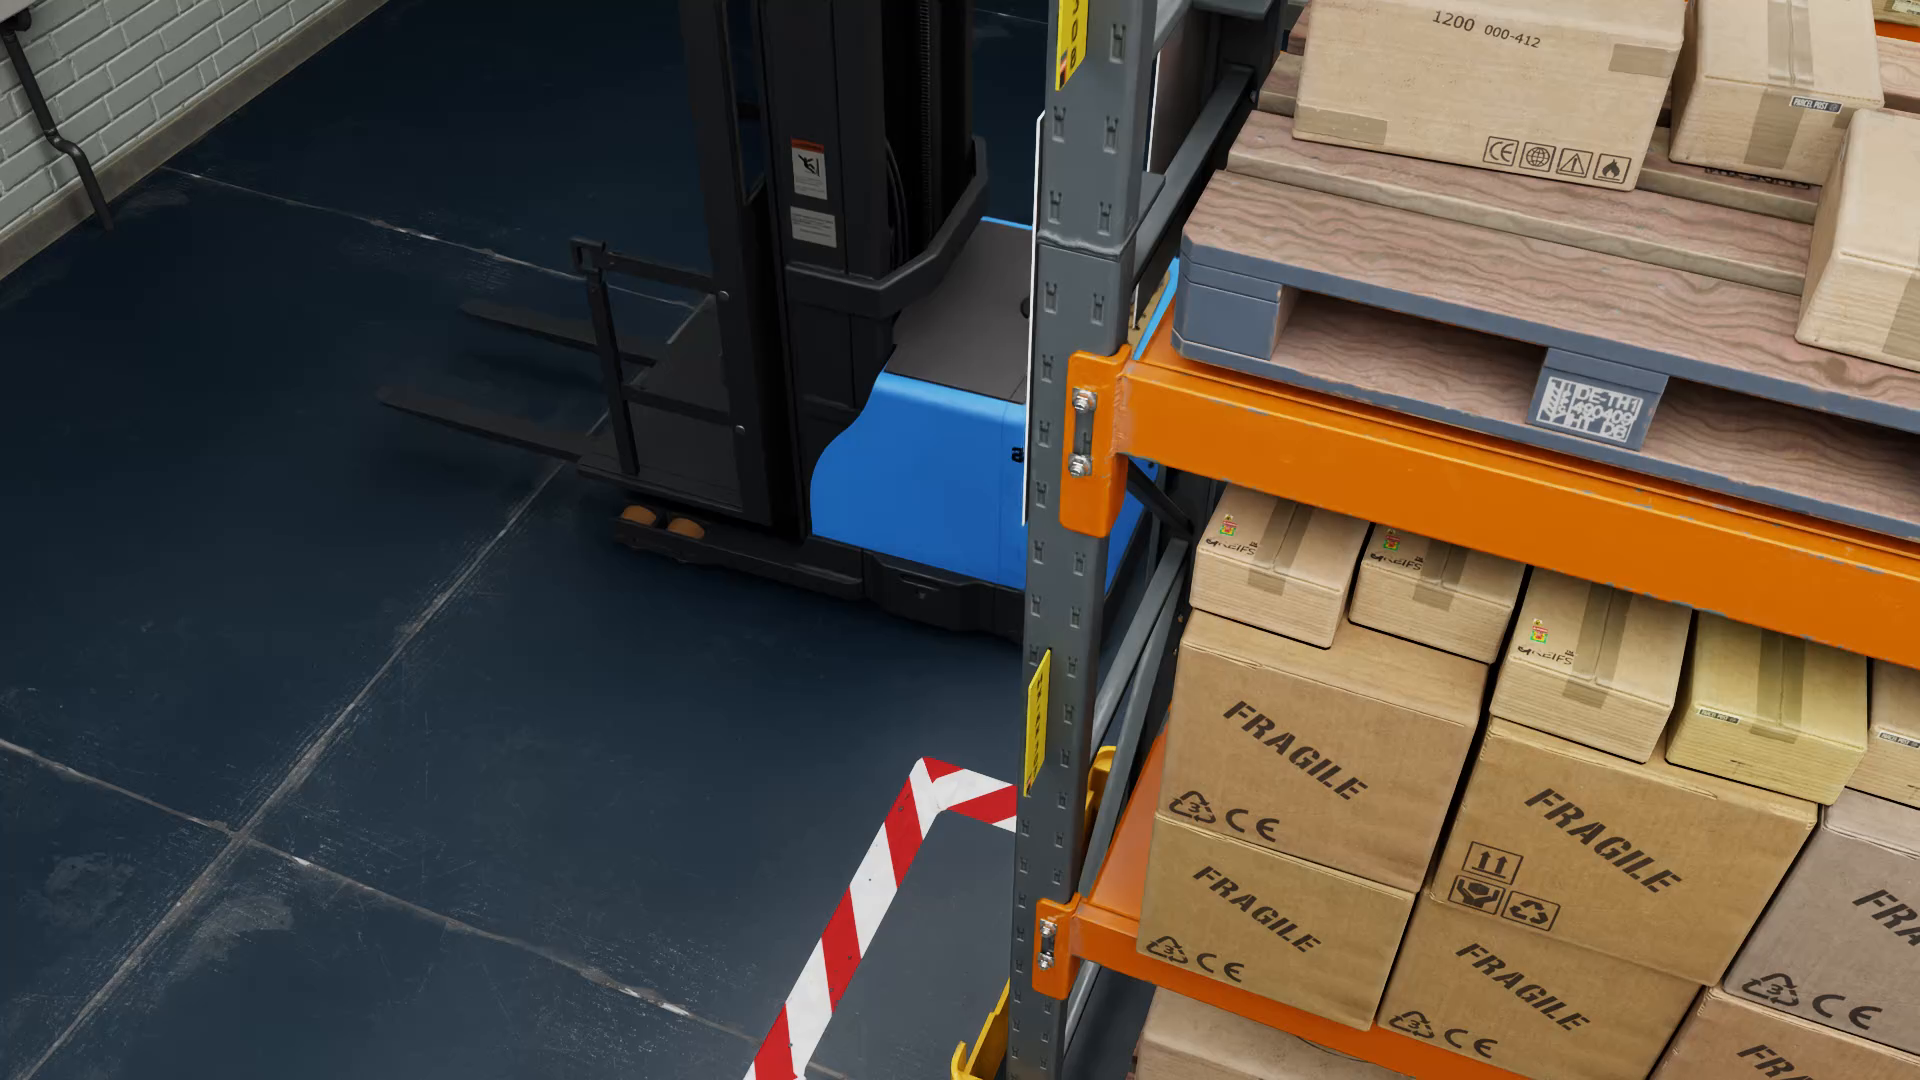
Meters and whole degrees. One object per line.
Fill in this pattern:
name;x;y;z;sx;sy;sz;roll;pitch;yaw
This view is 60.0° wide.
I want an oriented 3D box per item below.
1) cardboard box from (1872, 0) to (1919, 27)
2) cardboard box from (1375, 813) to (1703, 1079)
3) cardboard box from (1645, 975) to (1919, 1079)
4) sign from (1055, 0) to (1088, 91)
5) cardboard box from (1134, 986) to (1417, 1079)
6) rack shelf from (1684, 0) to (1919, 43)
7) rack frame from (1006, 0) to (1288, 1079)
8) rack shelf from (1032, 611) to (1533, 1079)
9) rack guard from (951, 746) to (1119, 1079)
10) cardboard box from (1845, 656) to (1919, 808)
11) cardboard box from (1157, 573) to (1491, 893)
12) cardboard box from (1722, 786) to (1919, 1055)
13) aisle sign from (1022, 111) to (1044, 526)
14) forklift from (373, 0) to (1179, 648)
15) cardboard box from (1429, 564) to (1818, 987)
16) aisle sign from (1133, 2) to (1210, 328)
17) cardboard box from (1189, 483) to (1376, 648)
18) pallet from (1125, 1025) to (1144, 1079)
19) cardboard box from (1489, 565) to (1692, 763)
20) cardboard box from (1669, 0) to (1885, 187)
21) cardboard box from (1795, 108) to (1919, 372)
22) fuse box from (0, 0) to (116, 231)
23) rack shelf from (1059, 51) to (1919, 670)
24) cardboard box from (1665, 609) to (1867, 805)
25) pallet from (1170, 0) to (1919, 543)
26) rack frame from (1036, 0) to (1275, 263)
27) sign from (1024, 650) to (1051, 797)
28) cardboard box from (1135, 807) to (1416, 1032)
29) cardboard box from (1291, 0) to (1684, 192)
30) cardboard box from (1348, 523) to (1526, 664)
cardboard box;3.638;-2.172;6.485;0.250;0.149;0.380;15;47;15
cardboard box;1.173;0.722;3.327;0.500;0.500;0.500;16;47;15
cardboard box;1.635;0.872;3.176;0.500;0.500;0.500;16;47;16
sign;0.143;-0.721;2.045;0.005;0.325;0.100;16;47;16
cardboard box;1.010;1.194;4.442;0.875;0.438;0.875;15;47;15
rack shelf;4.116;-2.113;6.757;4.000;0.370;1.077;16;47;16
rack frame;0.363;0.321;3.801;0.127;3.000;1.000;16;47;16
rack shelf;2.209;1.119;3.509;4.000;0.370;1.077;16;47;16
rack guard;0.341;1.200;4.689;0.348;0.500;1.175;16;47;16
cardboard box;1.561;0.244;2.638;0.250;0.149;0.380;17;47;16
cardboard box;0.696;0.247;3.096;0.500;0.500;0.500;15;47;15
cardboard box;1.654;0.517;2.824;0.500;0.500;0.500;16;47;16
aisle sign;0.185;-0.431;2.714;0.004;0.787;0.394;16;47;16
forklift;-0.762;-1.289;5.467;3.031;2.935;1.130;15;47;14
cardboard box;1.176;0.382;2.959;0.500;0.500;0.500;15;47;15
aisle sign;0.416;-0.822;3.106;0.004;0.787;0.394;16;47;16
cardboard box;0.584;-0.022;2.906;0.250;0.149;0.380;17;47;17
pallet;1.131;1.476;4.617;1.213;0.211;1.003;16;47;16
cardboard box;1.049;0.148;2.735;0.250;0.149;0.380;18;48;17
cardboard box;1.230;-0.712;2.522;0.250;0.149;0.380;13;46;13
cardboard box;1.278;-0.393;2.201;0.250;0.149;0.380;18;48;17
fuse box;-3.907;-2.066;7.113;0.414;1.711;0.539;16;47;16
rack shelf;2.209;0.056;2.451;4.000;0.370;1.077;16;47;16
cardboard box;1.299;0.207;2.675;0.250;0.149;0.380;15;47;15
pallet;1.051;-0.516;2.579;1.213;0.211;1.003;16;47;16
rack frame;0.363;-1.806;1.685;0.127;3.000;1.000;16;47;16
sign;0.143;0.346;3.106;0.005;0.325;0.100;16;47;16
cardboard box;0.695;0.603;3.447;0.500;0.500;0.500;16;47;16
cardboard box;0.813;-0.810;2.548;0.500;0.250;0.500;12;46;12
cardboard box;0.853;0.002;2.881;0.250;0.149;0.380;17;47;17
